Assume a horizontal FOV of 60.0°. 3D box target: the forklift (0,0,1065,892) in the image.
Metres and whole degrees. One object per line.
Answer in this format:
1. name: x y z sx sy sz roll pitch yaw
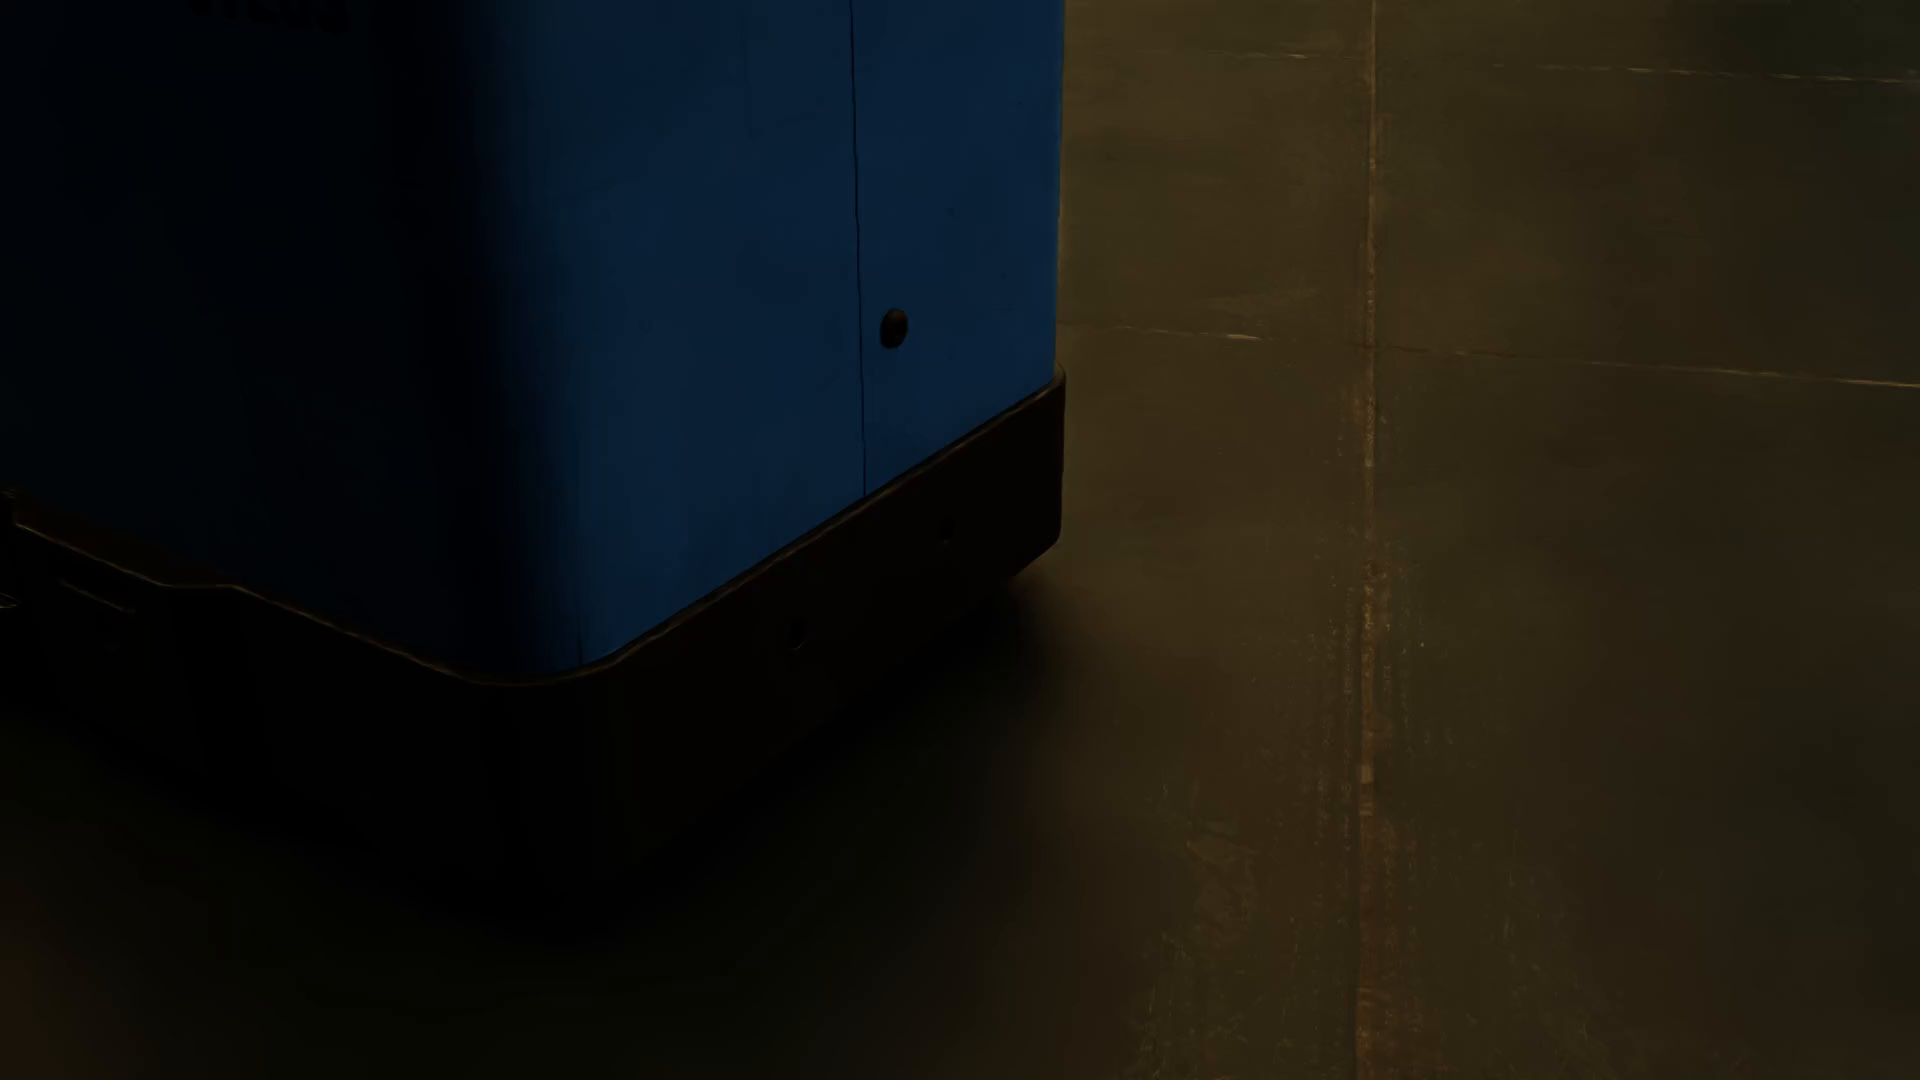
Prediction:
1. forklift: -1.374 -1.443 2.106 3.031 2.935 1.130 16 31 29
